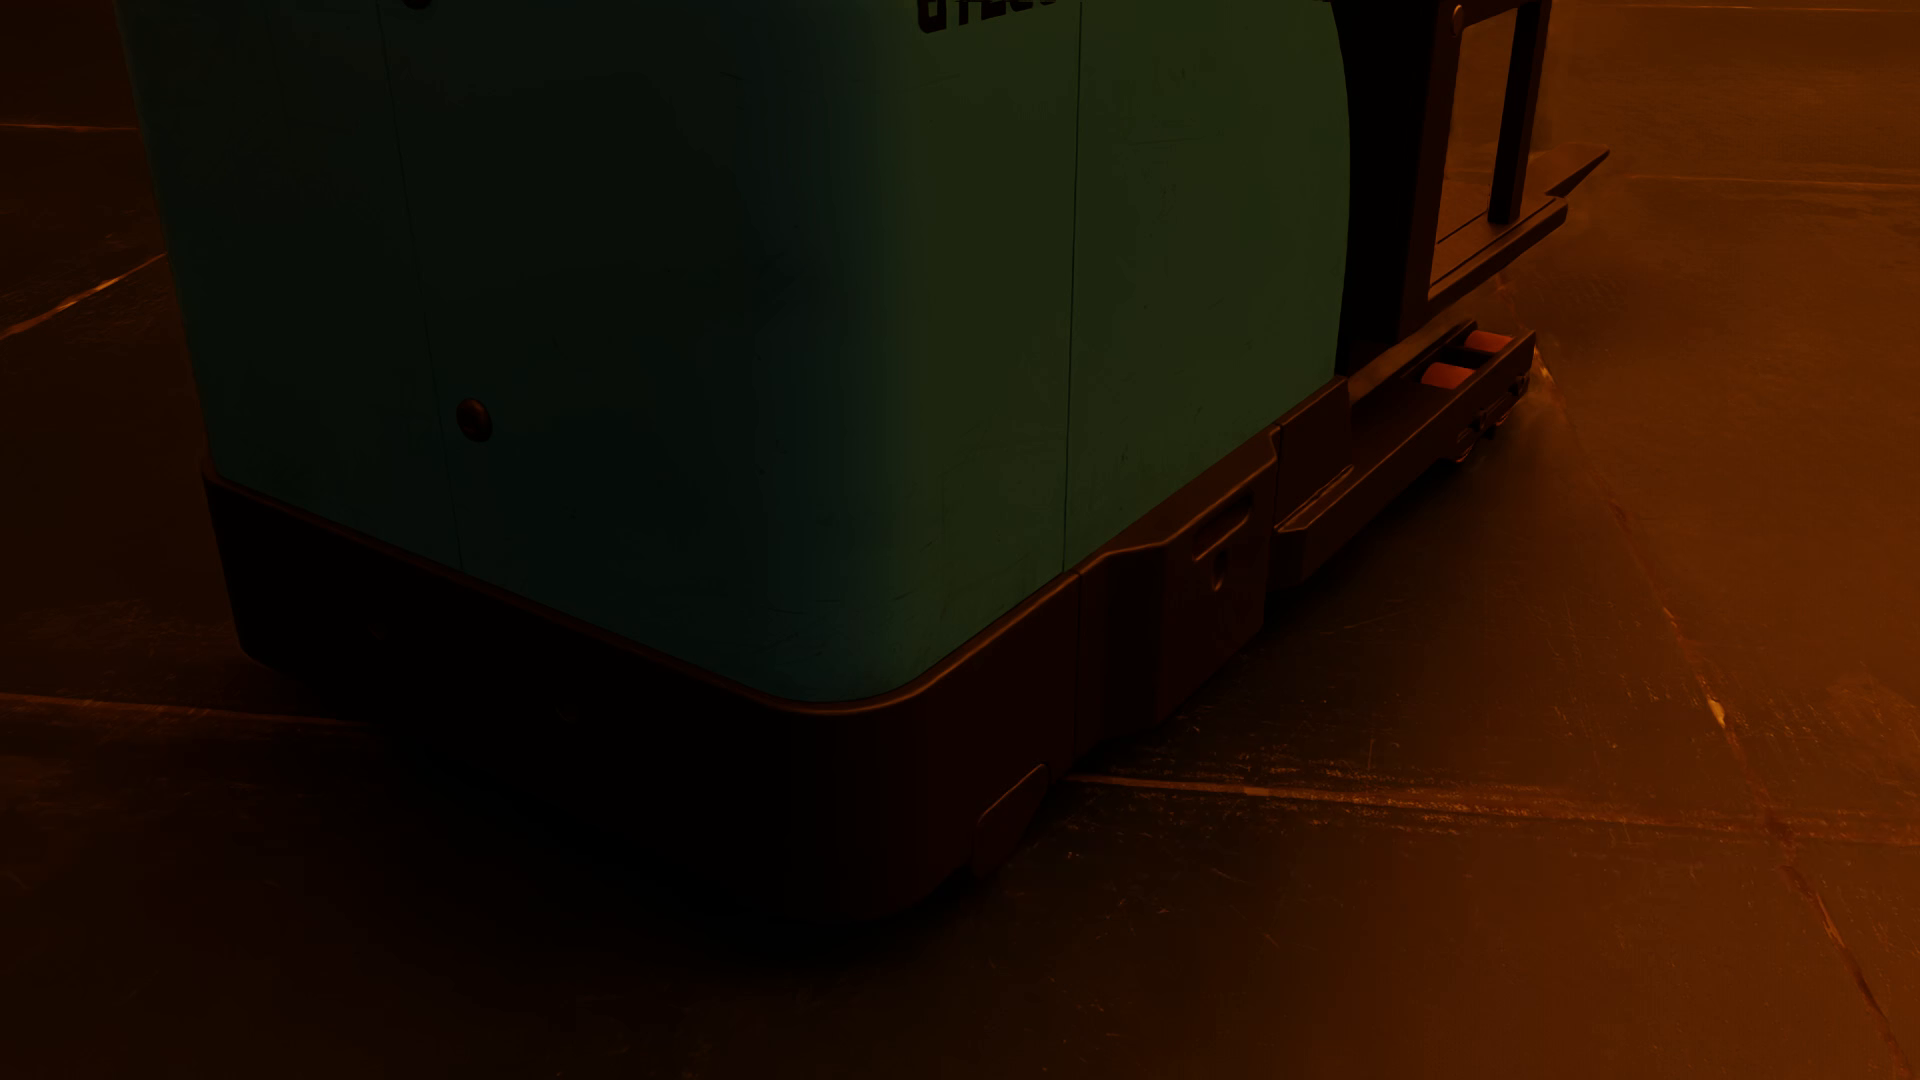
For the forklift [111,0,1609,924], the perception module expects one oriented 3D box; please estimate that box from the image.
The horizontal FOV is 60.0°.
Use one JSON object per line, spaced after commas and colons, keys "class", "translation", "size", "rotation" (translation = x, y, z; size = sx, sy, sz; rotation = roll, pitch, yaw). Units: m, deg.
{"class": "forklift", "translation": [0.343, -1.547, 2.318], "size": [1.130, 2.935, 3.031], "rotation": [17, 31, 31]}
